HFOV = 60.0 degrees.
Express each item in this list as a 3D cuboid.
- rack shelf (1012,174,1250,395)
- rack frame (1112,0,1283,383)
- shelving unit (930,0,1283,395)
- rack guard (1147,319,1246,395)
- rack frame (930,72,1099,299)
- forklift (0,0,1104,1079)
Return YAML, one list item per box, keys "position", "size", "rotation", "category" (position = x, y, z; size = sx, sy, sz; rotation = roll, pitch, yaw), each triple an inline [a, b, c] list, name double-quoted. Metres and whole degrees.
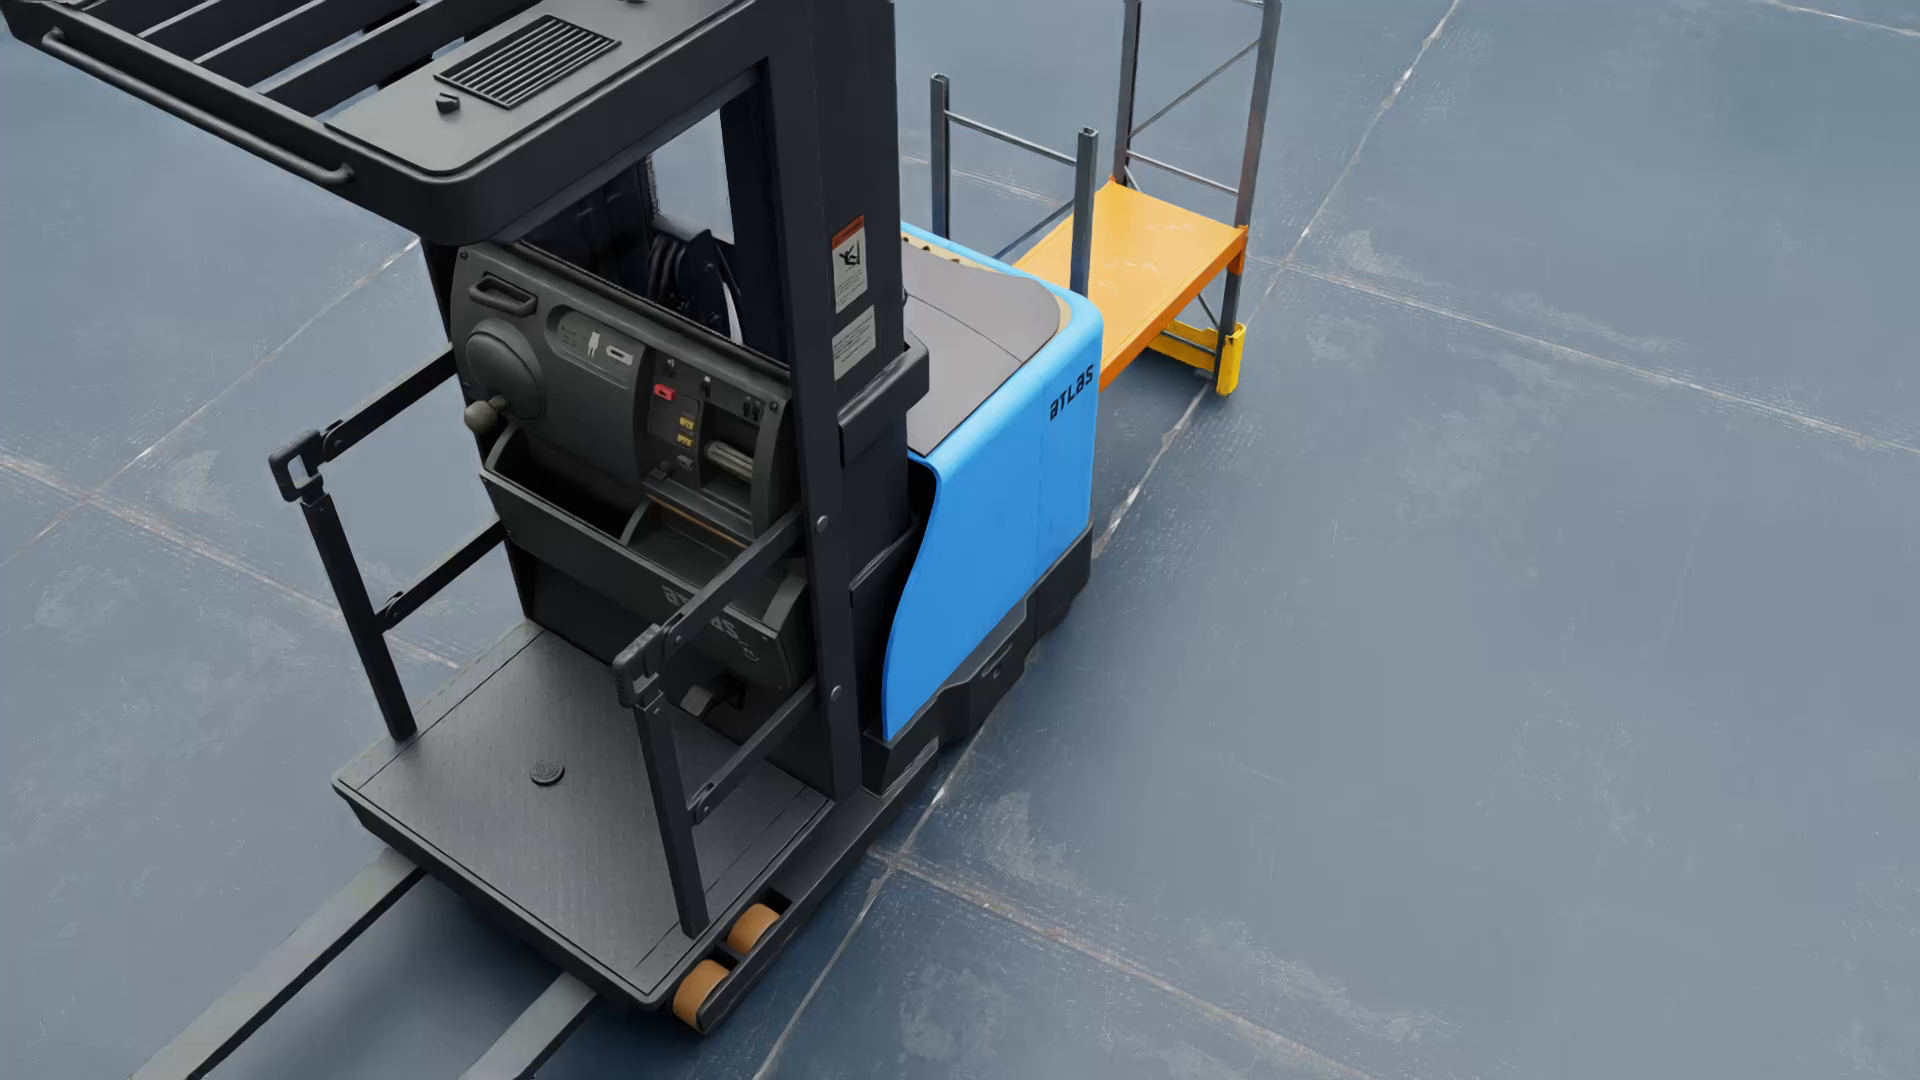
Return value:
- position: [0.426, -0.755, 5.195]
  size: [0.538, 0.185, 1.000]
  rotation: [27, 51, 24]
  category: "rack shelf"
- position: [0.718, -1.178, 5.360]
  size: [0.500, 1.500, 0.032]
  rotation: [27, 51, 24]
  category: "rack frame"
- position: [0.421, -0.877, 5.062]
  size: [0.587, 1.500, 1.083]
  rotation: [27, 51, 24]
  category: "shelving unit"
- position: [0.707, -0.727, 5.793]
  size: [0.587, 0.250, 0.087]
  rotation: [27, 51, 24]
  category: "rack guard"
- position: [0.134, -0.586, 4.775]
  size: [0.500, 1.500, 0.032]
  rotation: [27, 51, 24]
  category: "rack frame"
- position: [-0.864, -0.234, 3.420]
  size: [1.130, 2.935, 3.031]
  rotation: [27, 51, 24]
  category: "forklift"
